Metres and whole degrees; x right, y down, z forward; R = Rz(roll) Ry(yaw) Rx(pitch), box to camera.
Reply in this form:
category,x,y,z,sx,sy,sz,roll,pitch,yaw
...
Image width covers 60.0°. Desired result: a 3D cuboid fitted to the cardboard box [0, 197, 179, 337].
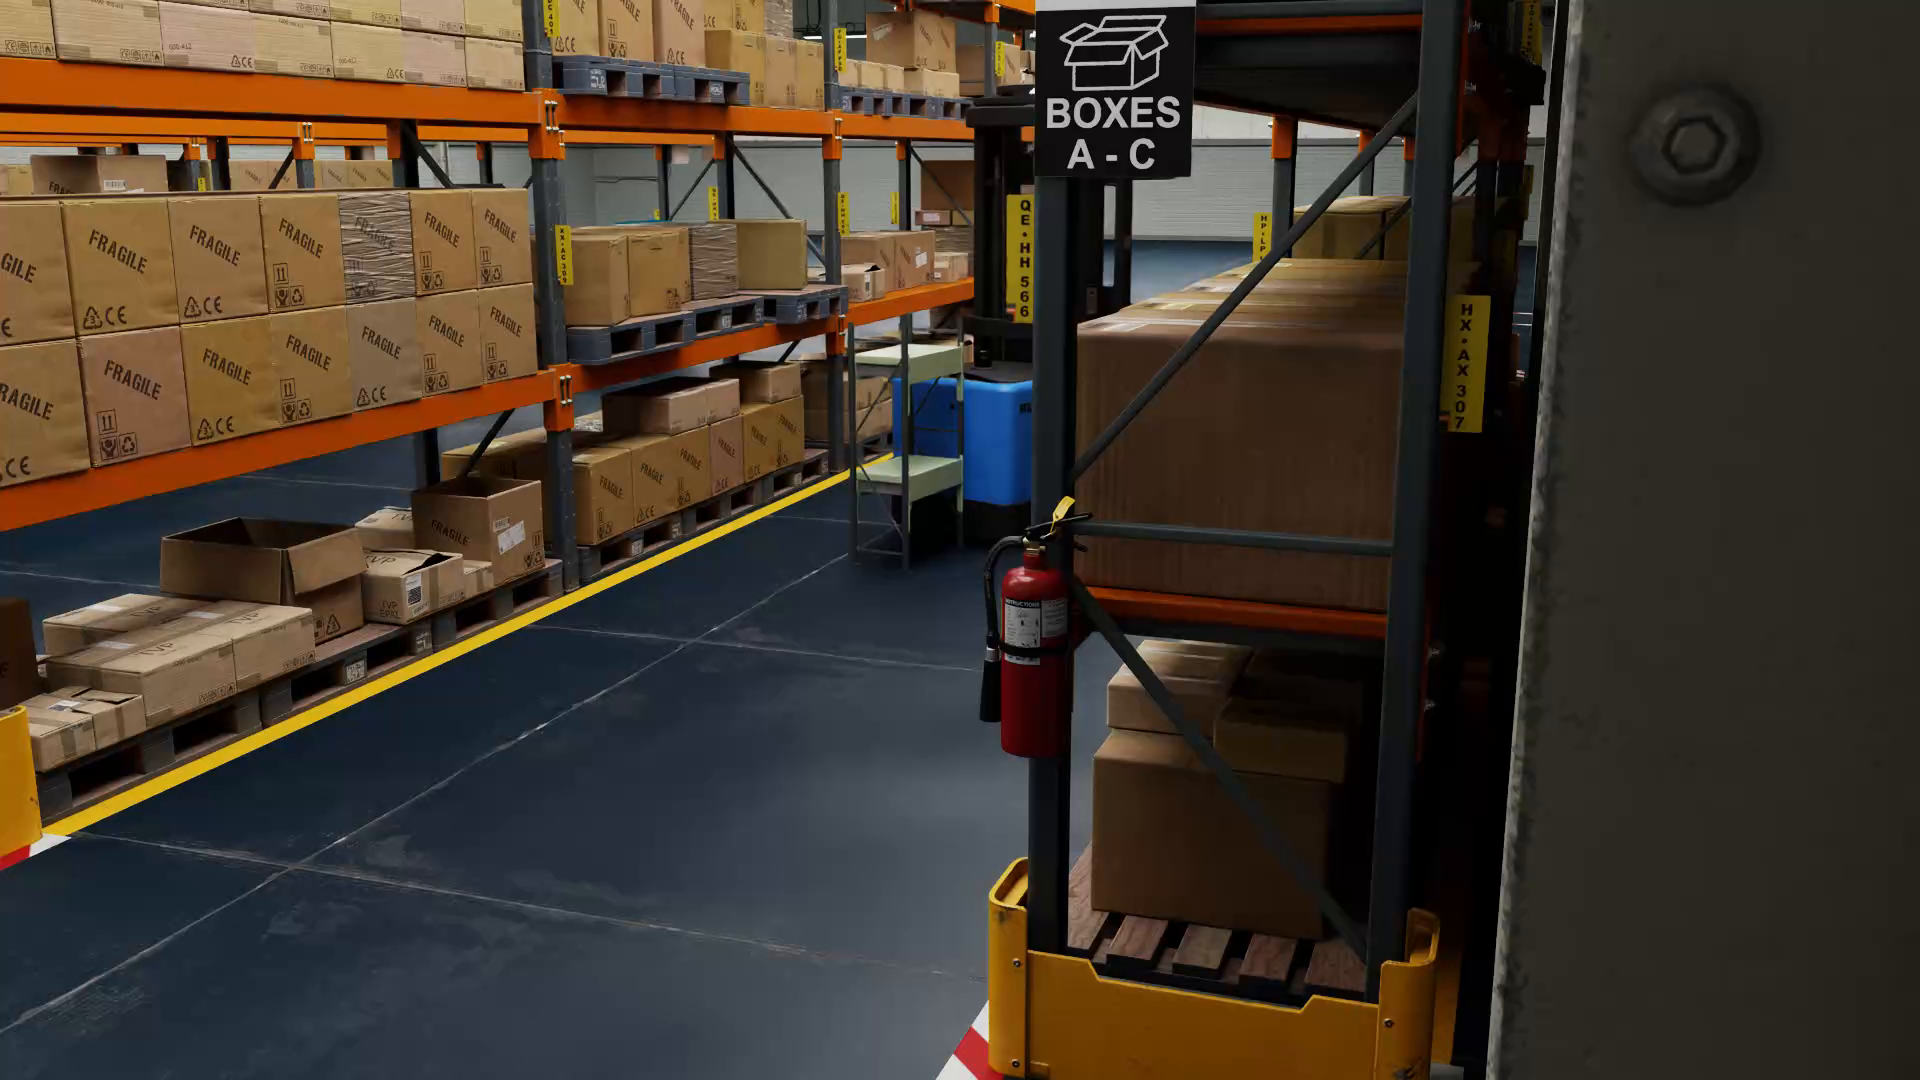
category,x,y,z,sx,sy,sz,roll,pitch,yaw
cardboard box,-3.456,-1.077,6.492,0.500,0.500,0.500,5,14,19

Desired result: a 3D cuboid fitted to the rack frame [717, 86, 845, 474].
category,x,y,z,sx,sy,sz,roll,pitch,yaw
rack frame,-1.423,-2.040,13.183,1.000,3.000,0.127,4,14,18

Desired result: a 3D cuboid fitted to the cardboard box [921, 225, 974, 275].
category,x,y,z,sx,sy,sz,roll,pitch,yaw
cardboard box,0.009,-3.024,17.273,0.700,0.500,0.500,4,13,17

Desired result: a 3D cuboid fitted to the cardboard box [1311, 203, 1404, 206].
category,x,y,z,sx,sy,sz,roll,pitch,yaw
cardboard box,2.220,-1.742,9.255,0.500,0.250,0.500,5,14,20

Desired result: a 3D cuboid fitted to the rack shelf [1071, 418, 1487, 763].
category,x,y,z,sx,sy,sz,roll,pitch,yaw
rack shelf,1.324,-0.070,6.169,1.077,0.370,4.000,4,14,18

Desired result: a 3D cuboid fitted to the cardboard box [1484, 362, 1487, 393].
category,x,y,z,sx,sy,sz,roll,pitch,yaw
cardboard box,2.462,-0.833,8.418,0.380,0.149,0.250,4,13,17

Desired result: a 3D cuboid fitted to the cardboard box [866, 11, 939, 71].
category,x,y,z,sx,sy,sz,roll,pitch,yaw
cardboard box,-0.528,-4.593,15.337,0.500,0.500,0.500,6,14,24

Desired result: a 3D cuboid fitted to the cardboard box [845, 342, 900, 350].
category,x,y,z,sx,sy,sz,roll,pitch,yaw
cardboard box,-0.831,-1.736,15.829,0.500,0.311,0.500,4,13,17

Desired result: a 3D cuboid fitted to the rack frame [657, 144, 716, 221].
category,x,y,z,sx,sy,sz,roll,pitch,yaw
rack frame,-3.520,-4.081,22.129,1.000,3.000,0.127,4,14,18

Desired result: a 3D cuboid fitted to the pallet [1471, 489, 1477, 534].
category,x,y,z,sx,sy,sz,roll,pitch,yaw
pallet,2.939,-0.164,11.231,1.003,0.211,1.213,4,14,18

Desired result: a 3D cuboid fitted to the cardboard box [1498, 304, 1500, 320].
category,x,y,z,sx,sy,sz,roll,pitch,yaw
cardboard box,3.024,-1.557,10.129,0.500,0.500,0.500,5,14,19

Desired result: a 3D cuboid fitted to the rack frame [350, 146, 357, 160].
category,x,y,z,sx,sy,sz,roll,pitch,yaw
rack frame,-8.207,-4.438,23.691,1.000,3.000,0.127,4,14,18

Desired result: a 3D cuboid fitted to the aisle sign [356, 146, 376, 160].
category,x,y,z,sx,sy,sz,roll,pitch,yaw
aisle sign,-8.470,-5.740,23.554,0.394,0.787,0.004,4,14,18

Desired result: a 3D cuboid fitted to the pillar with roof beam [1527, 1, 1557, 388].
category,x,y,z,sx,sy,sz,roll,pitch,yaw
pillar with roof beam,2.373,-6.393,18.776,9.100,9.000,0.400,4,14,18

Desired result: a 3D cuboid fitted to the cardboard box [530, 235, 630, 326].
category,x,y,z,sx,sy,sz,roll,pitch,yaw
cardboard box,-2.352,-1.535,9.802,0.700,0.500,0.500,0,13,-1

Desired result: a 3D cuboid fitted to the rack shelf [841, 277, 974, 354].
category,x,y,z,sx,sy,sz,roll,pitch,yaw
rack shelf,-0.776,-2.110,15.108,1.077,0.370,4.000,4,14,18

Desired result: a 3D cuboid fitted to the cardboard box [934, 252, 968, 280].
category,x,y,z,sx,sy,sz,roll,pitch,yaw
cardboard box,-0.247,-2.702,16.422,0.500,0.250,0.500,5,14,22

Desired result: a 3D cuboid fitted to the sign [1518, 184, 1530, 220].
category,x,y,z,sx,sy,sz,roll,pitch,yaw
sign,5.086,-3.051,15.013,0.100,0.325,0.005,4,14,18

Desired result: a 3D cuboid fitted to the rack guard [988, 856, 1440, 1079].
category,x,y,z,sx,sy,sz,roll,pitch,yaw
rack guard,0.669,1.224,4.500,1.175,0.500,0.348,4,14,18

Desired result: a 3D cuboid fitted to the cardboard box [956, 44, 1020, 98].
category,x,y,z,sx,sy,sz,roll,pitch,yaw
cardboard box,0.284,-4.753,16.848,0.500,0.500,0.500,6,14,23

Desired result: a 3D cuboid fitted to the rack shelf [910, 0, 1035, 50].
category,x,y,z,sx,sy,sz,roll,pitch,yaw
rack shelf,0.518,-5.682,18.175,1.077,0.370,4.000,4,14,18

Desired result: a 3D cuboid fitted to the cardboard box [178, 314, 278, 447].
category,x,y,z,sx,sy,sz,roll,pitch,yaw
cardboard box,-3.291,-0.693,7.058,0.500,0.500,0.500,4,14,18

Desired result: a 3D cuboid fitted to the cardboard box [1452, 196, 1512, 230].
category,x,y,z,sx,sy,sz,roll,pitch,yaw
cardboard box,3.364,-2.139,10.994,0.500,0.250,0.500,5,14,20

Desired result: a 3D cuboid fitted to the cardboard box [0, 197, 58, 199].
category,x,y,z,sx,sy,sz,roll,pitch,yaw
cardboard box,-3.965,-1.111,6.645,0.500,0.500,0.500,5,14,20

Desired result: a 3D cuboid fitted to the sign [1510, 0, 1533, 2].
category,x,y,z,sx,sy,sz,roll,pitch,yaw
sign,2.497,-2.555,7.360,0.100,0.325,0.005,4,14,18

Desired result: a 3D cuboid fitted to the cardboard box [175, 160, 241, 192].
category,x,y,z,sx,sy,sz,roll,pitch,yaw
cardboard box,-9.115,-4.354,20.181,0.500,0.500,0.500,4,14,18

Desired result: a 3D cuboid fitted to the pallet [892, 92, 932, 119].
category,x,y,z,sx,sy,sz,roll,pitch,yaw
pallet,-0.929,-3.795,14.557,1.003,0.211,1.213,5,14,21

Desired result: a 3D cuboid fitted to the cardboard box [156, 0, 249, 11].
category,x,y,z,sx,sy,sz,roll,pitch,yaw
cardboard box,-3.275,-2.288,6.745,0.500,0.250,0.500,4,14,18

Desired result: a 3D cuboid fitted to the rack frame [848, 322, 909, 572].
category,x,y,z,sx,sy,sz,roll,pitch,yaw
rack frame,-0.492,-0.558,10.063,0.400,1.500,0.023,6,14,26

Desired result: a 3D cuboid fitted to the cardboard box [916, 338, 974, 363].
category,x,y,z,sx,sy,sz,roll,pitch,yaw
cardboard box,-0.151,-1.804,16.124,0.500,0.311,0.500,5,14,20

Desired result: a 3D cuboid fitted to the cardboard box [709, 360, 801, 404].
category,x,y,z,sx,sy,sz,roll,pitch,yaw
cardboard box,-1.518,-1.175,12.339,0.500,0.250,0.500,5,14,21

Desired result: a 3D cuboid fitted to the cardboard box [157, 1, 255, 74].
category,x,y,z,sx,sy,sz,roll,pitch,yaw
cardboard box,-3.270,-2.044,6.799,0.500,0.250,0.500,4,14,18

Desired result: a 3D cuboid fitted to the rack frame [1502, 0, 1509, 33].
category,x,y,z,sx,sy,sz,roll,pitch,yaw
rack frame,1.971,-3.766,7.267,1.000,3.000,0.127,4,14,18

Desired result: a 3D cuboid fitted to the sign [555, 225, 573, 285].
category,x,y,z,sx,sy,sz,roll,pitch,yaw
sign,-2.201,-1.582,9.233,0.100,0.325,0.005,4,14,18

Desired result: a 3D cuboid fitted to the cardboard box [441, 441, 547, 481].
category,x,y,z,sx,sy,sz,roll,pitch,yaw
cardboard box,-2.829,-0.318,10.268,0.500,0.500,0.500,4,14,18

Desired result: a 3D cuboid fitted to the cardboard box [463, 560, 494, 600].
category,x,y,z,sx,sy,sz,roll,pitch,yaw
cardboard box,-2.698,0.202,8.782,0.380,0.149,0.250,4,14,18

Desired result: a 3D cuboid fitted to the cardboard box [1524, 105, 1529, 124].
category,x,y,z,sx,sy,sz,roll,pitch,yaw
cardboard box,5.459,-4.455,16.754,0.500,0.500,0.500,5,14,22

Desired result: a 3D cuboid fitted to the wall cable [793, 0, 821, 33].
category,x,y,z,sx,sy,sz,roll,pitch,yaw
wall cable,-5.960,-17.941,54.777,3.097,2.526,0.112,4,14,18

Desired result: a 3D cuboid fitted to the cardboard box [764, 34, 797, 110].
category,x,y,z,sx,sy,sz,roll,pitch,yaw
cardboard box,-1.697,-3.349,11.955,0.910,0.500,0.500,4,14,18

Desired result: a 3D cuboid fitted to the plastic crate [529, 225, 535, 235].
category,x,y,z,sx,sy,sz,roll,pitch,yaw
plastic crate,-4.681,-3.146,17.889,0.402,0.464,0.583,4,14,18

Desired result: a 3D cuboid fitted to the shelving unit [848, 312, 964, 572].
category,x,y,z,sx,sy,sz,roll,pitch,yaw
shelving unit,-0.325,-0.631,10.381,0.431,1.500,0.755,6,14,26

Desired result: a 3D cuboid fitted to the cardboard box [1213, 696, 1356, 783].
category,x,y,z,sx,sy,sz,roll,pitch,yaw
cardboard box,0.958,0.584,4.902,0.380,0.149,0.250,4,14,19

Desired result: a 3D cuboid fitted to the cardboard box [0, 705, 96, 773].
category,x,y,z,sx,sy,sz,roll,pitch,yaw
cardboard box,-3.551,0.757,6.350,0.380,0.149,0.250,4,14,18

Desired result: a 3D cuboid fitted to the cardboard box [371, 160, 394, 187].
category,x,y,z,sx,sy,sz,roll,pitch,yaw
cardboard box,-8.151,-4.986,22.951,0.500,0.500,0.500,4,14,18

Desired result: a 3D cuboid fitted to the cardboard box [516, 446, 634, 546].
category,x,y,z,sx,sy,sz,roll,pitch,yaw
cardboard box,-2.330,-0.278,10.092,0.500,0.500,0.500,4,13,16

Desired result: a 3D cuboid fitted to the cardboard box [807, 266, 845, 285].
category,x,y,z,sx,sy,sz,roll,pitch,yaw
cardboard box,-1.264,-2.070,13.515,0.500,0.311,0.500,5,14,22

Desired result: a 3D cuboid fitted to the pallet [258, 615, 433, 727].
category,x,y,z,sx,sy,sz,roll,pitch,yaw
pallet,-3.333,0.564,8.041,1.003,0.211,1.213,4,14,18

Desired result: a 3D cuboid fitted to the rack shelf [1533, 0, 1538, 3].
category,x,y,z,sx,sy,sz,roll,pitch,yaw
rack shelf,5.207,-5.520,16.572,1.077,0.370,4.000,4,14,18

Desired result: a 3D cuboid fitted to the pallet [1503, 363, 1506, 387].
category,x,y,z,sx,sy,sz,roll,pitch,yaw
pallet,5.533,-1.824,18.506,1.003,0.211,1.213,4,14,18

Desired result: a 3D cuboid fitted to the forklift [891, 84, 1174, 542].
category,x,y,z,sx,sy,sz,roll,pitch,yaw
forklift,0.858,-1.670,11.719,1.130,2.935,3.031,10,16,38

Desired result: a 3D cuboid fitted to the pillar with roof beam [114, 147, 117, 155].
category,x,y,z,sx,sy,sz,roll,pitch,yaw
pillar with roof beam,-15.403,-10.568,37.066,9.100,9.000,0.548,4,14,18

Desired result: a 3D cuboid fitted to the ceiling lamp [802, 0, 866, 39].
category,x,y,z,sx,sy,sz,roll,pitch,yaw
ceiling lamp,-3.417,-15.826,46.985,2.000,3.185,0.800,4,14,18

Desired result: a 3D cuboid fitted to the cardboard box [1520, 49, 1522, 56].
category,x,y,z,sx,sy,sz,roll,pitch,yaw
cardboard box,3.773,-3.473,12.443,0.797,0.503,0.637,6,14,26
